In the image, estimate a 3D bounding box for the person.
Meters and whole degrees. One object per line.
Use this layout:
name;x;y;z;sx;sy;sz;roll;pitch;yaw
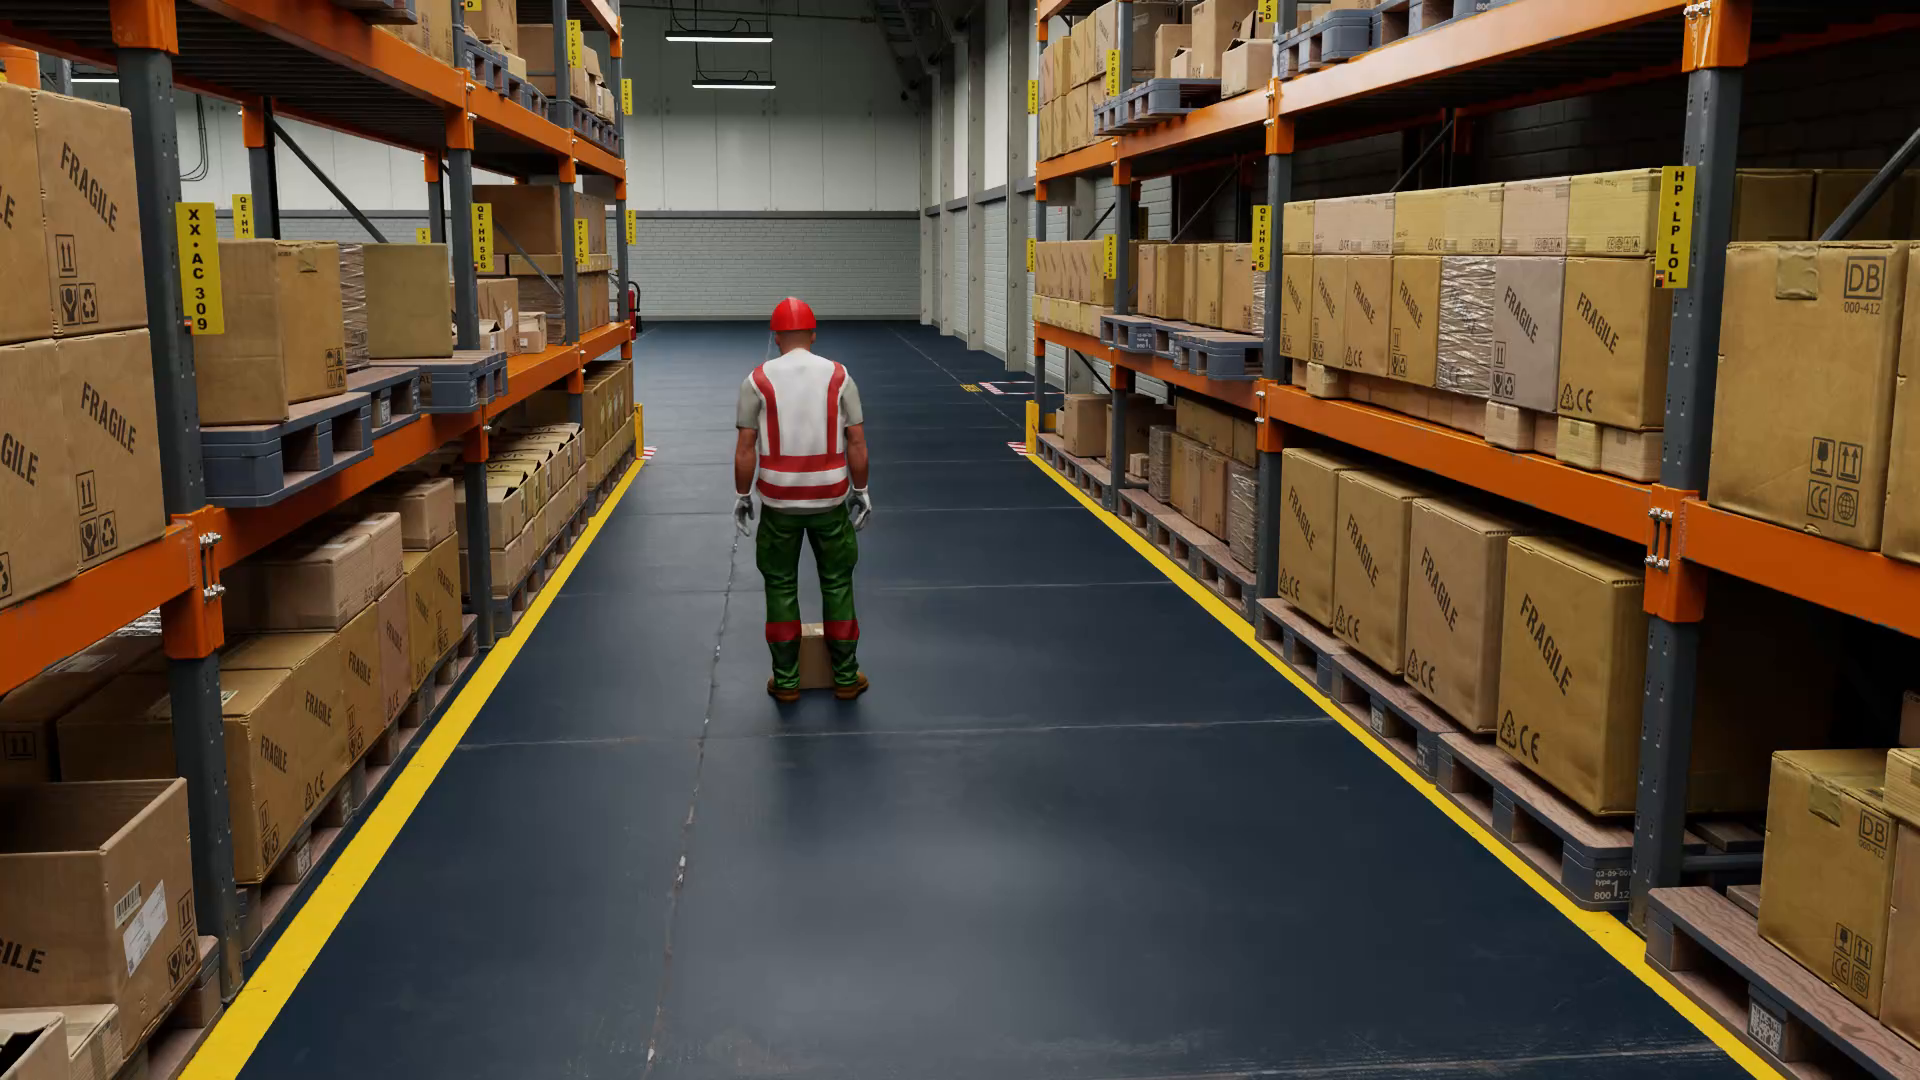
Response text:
person;-0.699;-0.176;7.365;0.620;1.780;0.447;-2;10;-9
